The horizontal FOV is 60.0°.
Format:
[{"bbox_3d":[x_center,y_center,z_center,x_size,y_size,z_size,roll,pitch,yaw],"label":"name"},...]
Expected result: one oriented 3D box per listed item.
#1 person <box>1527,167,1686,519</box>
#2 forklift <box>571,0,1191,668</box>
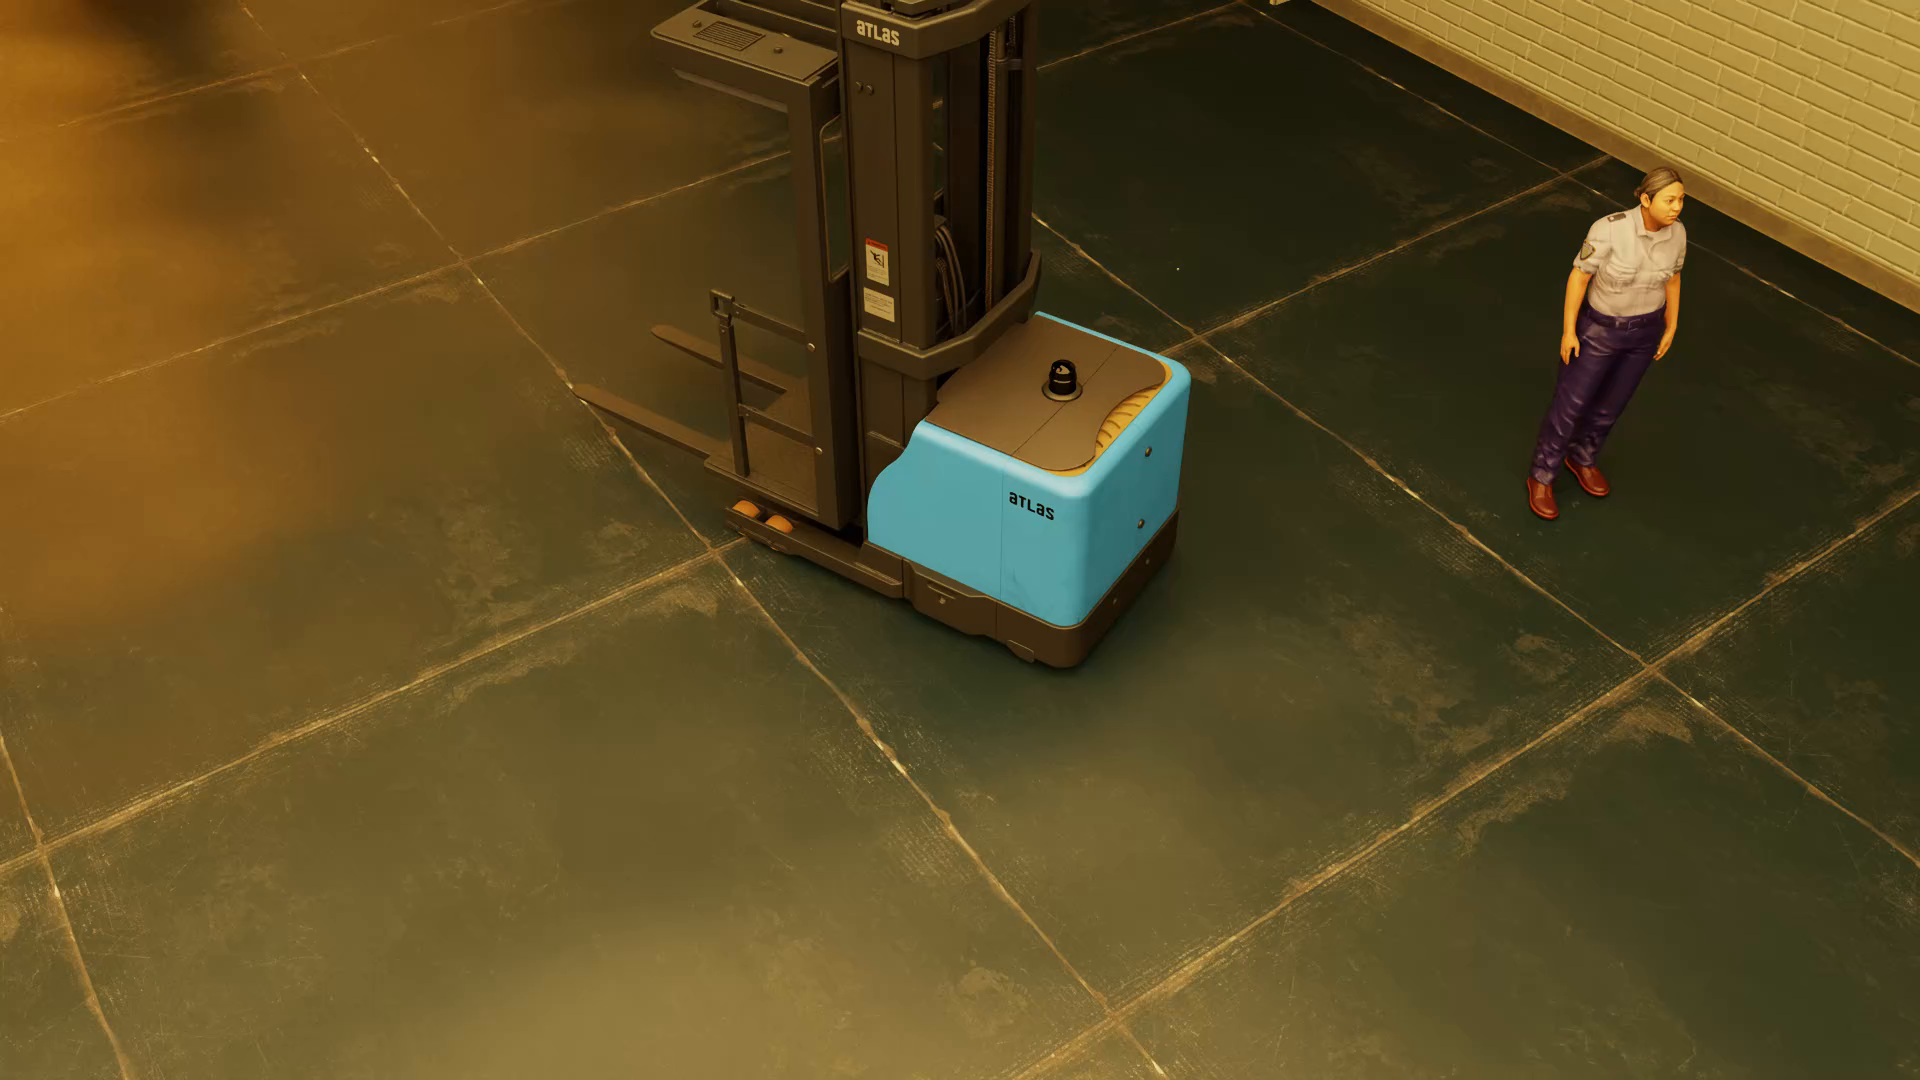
[{"bbox_3d":[3.023,-0.893,7.621,0.598,1.651,0.502,-7,43,-7],"label":"person"},{"bbox_3d":[-0.511,-1.302,7.129,3.031,2.935,1.130,24,48,24],"label":"forklift"}]
